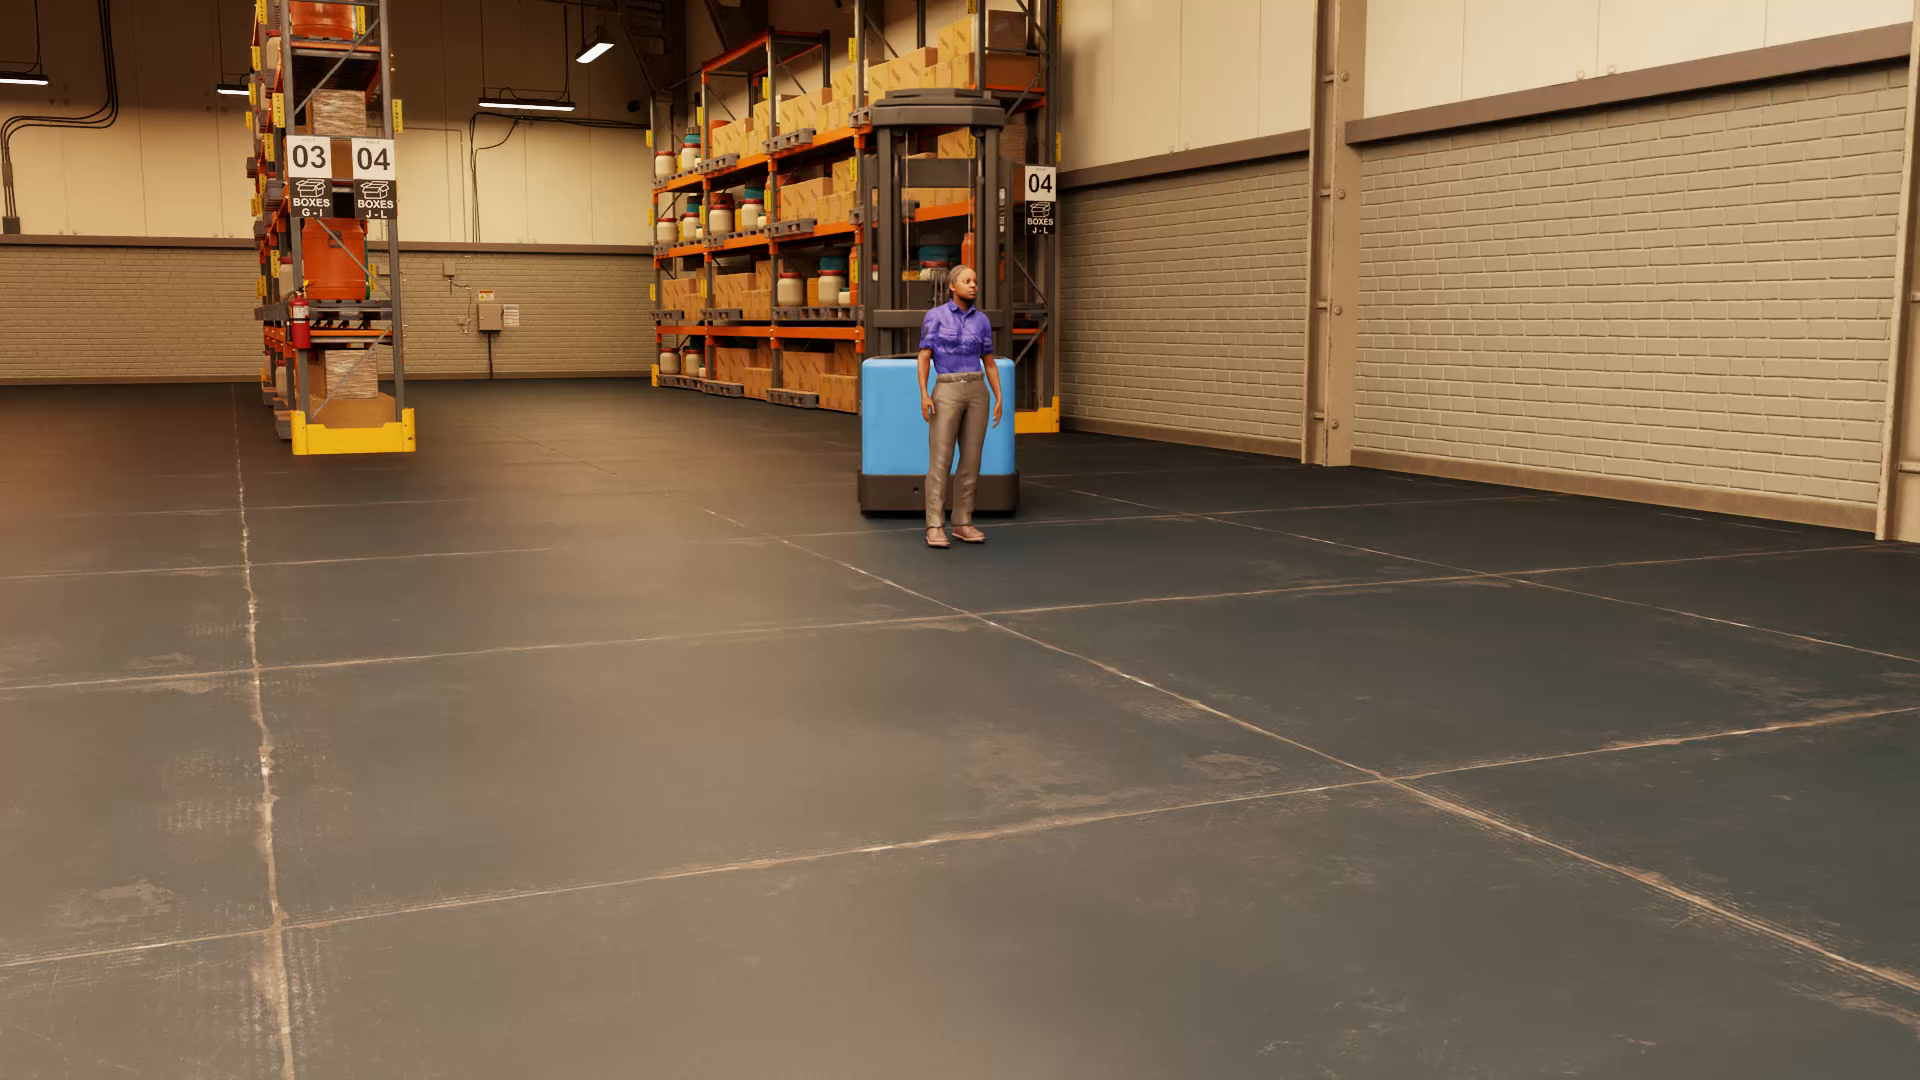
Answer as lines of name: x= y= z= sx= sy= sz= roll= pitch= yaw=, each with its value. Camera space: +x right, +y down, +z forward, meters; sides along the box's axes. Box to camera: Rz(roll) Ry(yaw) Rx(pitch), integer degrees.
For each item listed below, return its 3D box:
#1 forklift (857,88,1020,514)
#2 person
forklift: x=-0.161 y=-1.775 z=12.403 sx=1.130 sy=2.935 sz=3.031 roll=0 pitch=8 yaw=-1
person: x=0.017 y=-0.816 z=9.958 sx=0.570 sy=1.654 sz=0.504 roll=-3 pitch=8 yaw=-23
